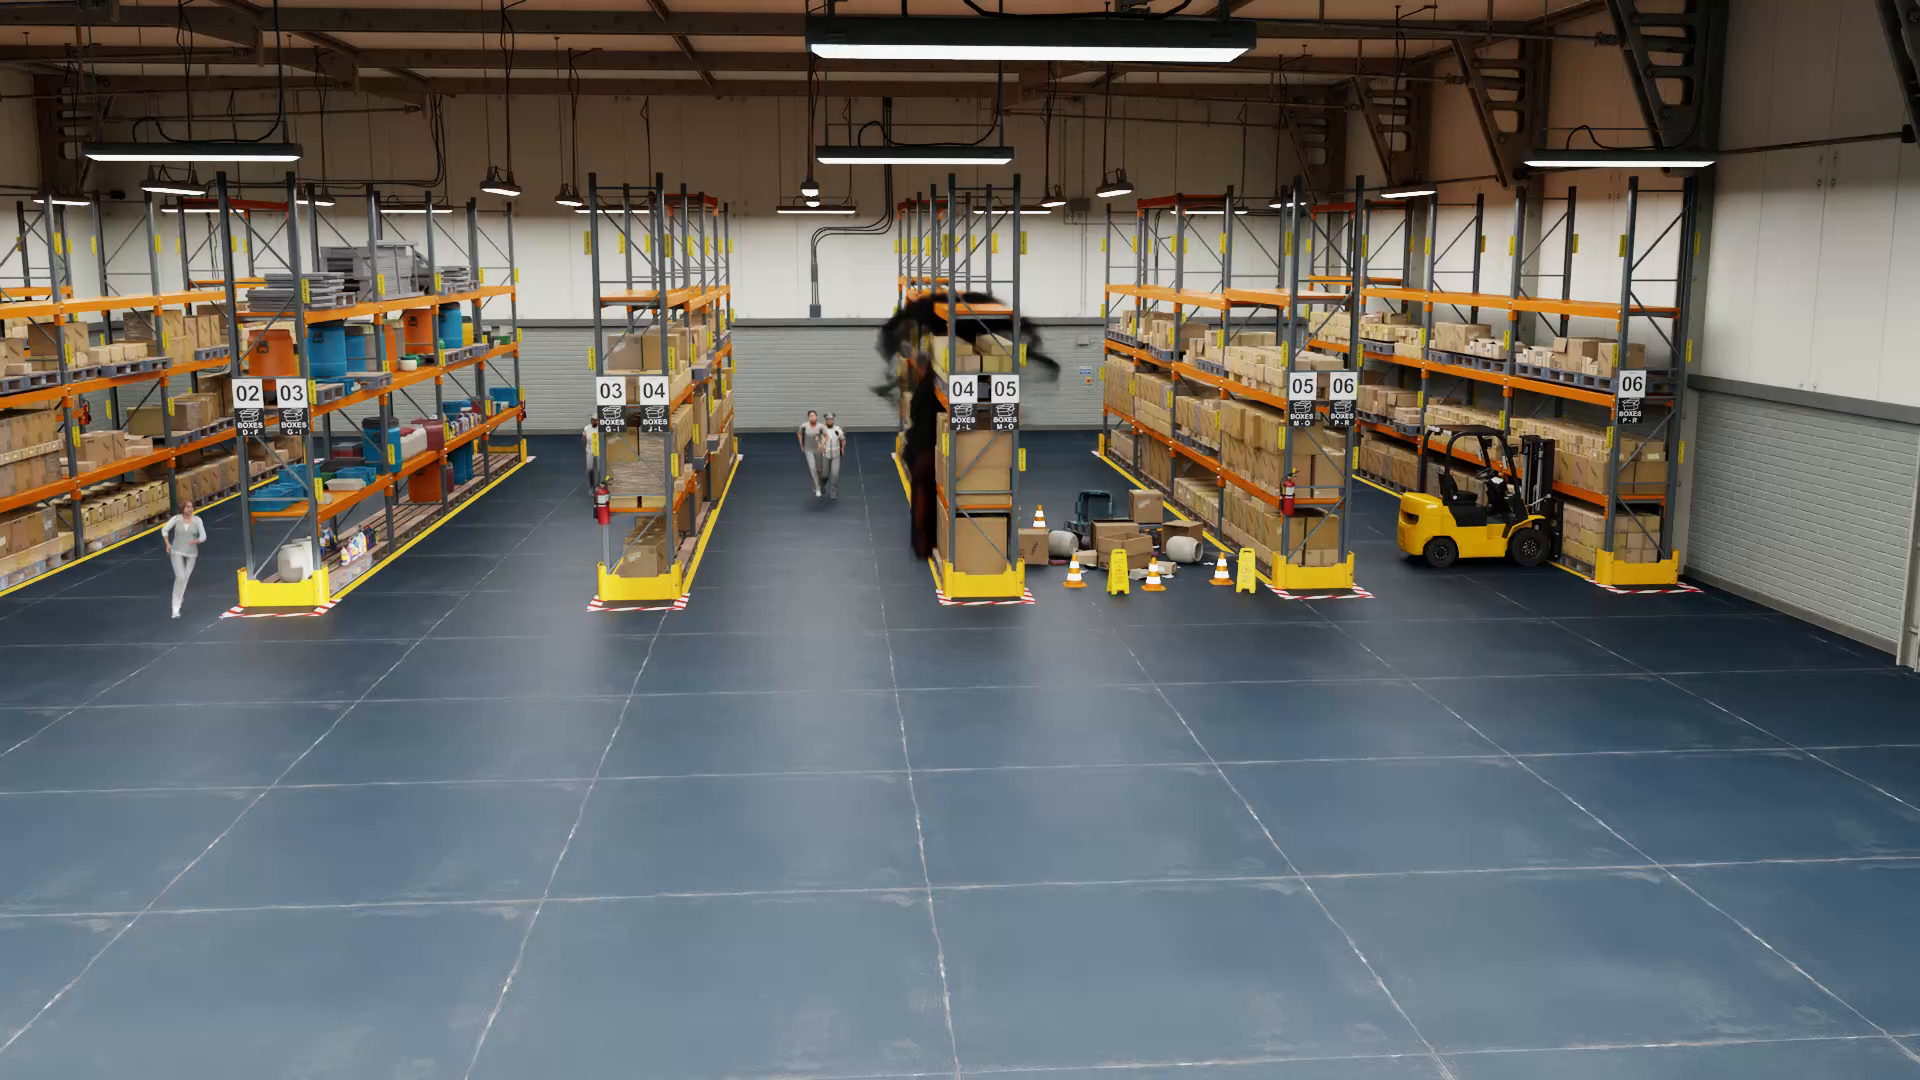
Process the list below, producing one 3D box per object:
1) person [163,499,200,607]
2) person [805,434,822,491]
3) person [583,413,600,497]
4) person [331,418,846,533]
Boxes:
[{"bbox_3d":[-10.671,0.161,22.869,0.476,1.462,0.646,-8,13,-38],"label":"person"},{"bbox_3d":[-2.828,-1.528,32.149,0.340,1.107,0.701,-1,10,-6],"label":"person"},{"bbox_3d":[-7.394,-1.746,33.810,0.558,1.721,0.743,-1,10,-7],"label":"person"},{"bbox_3d":[-6.239,-1.154,30.162,9.149,1.593,5.379,-2,10,-12],"label":"person"}]
